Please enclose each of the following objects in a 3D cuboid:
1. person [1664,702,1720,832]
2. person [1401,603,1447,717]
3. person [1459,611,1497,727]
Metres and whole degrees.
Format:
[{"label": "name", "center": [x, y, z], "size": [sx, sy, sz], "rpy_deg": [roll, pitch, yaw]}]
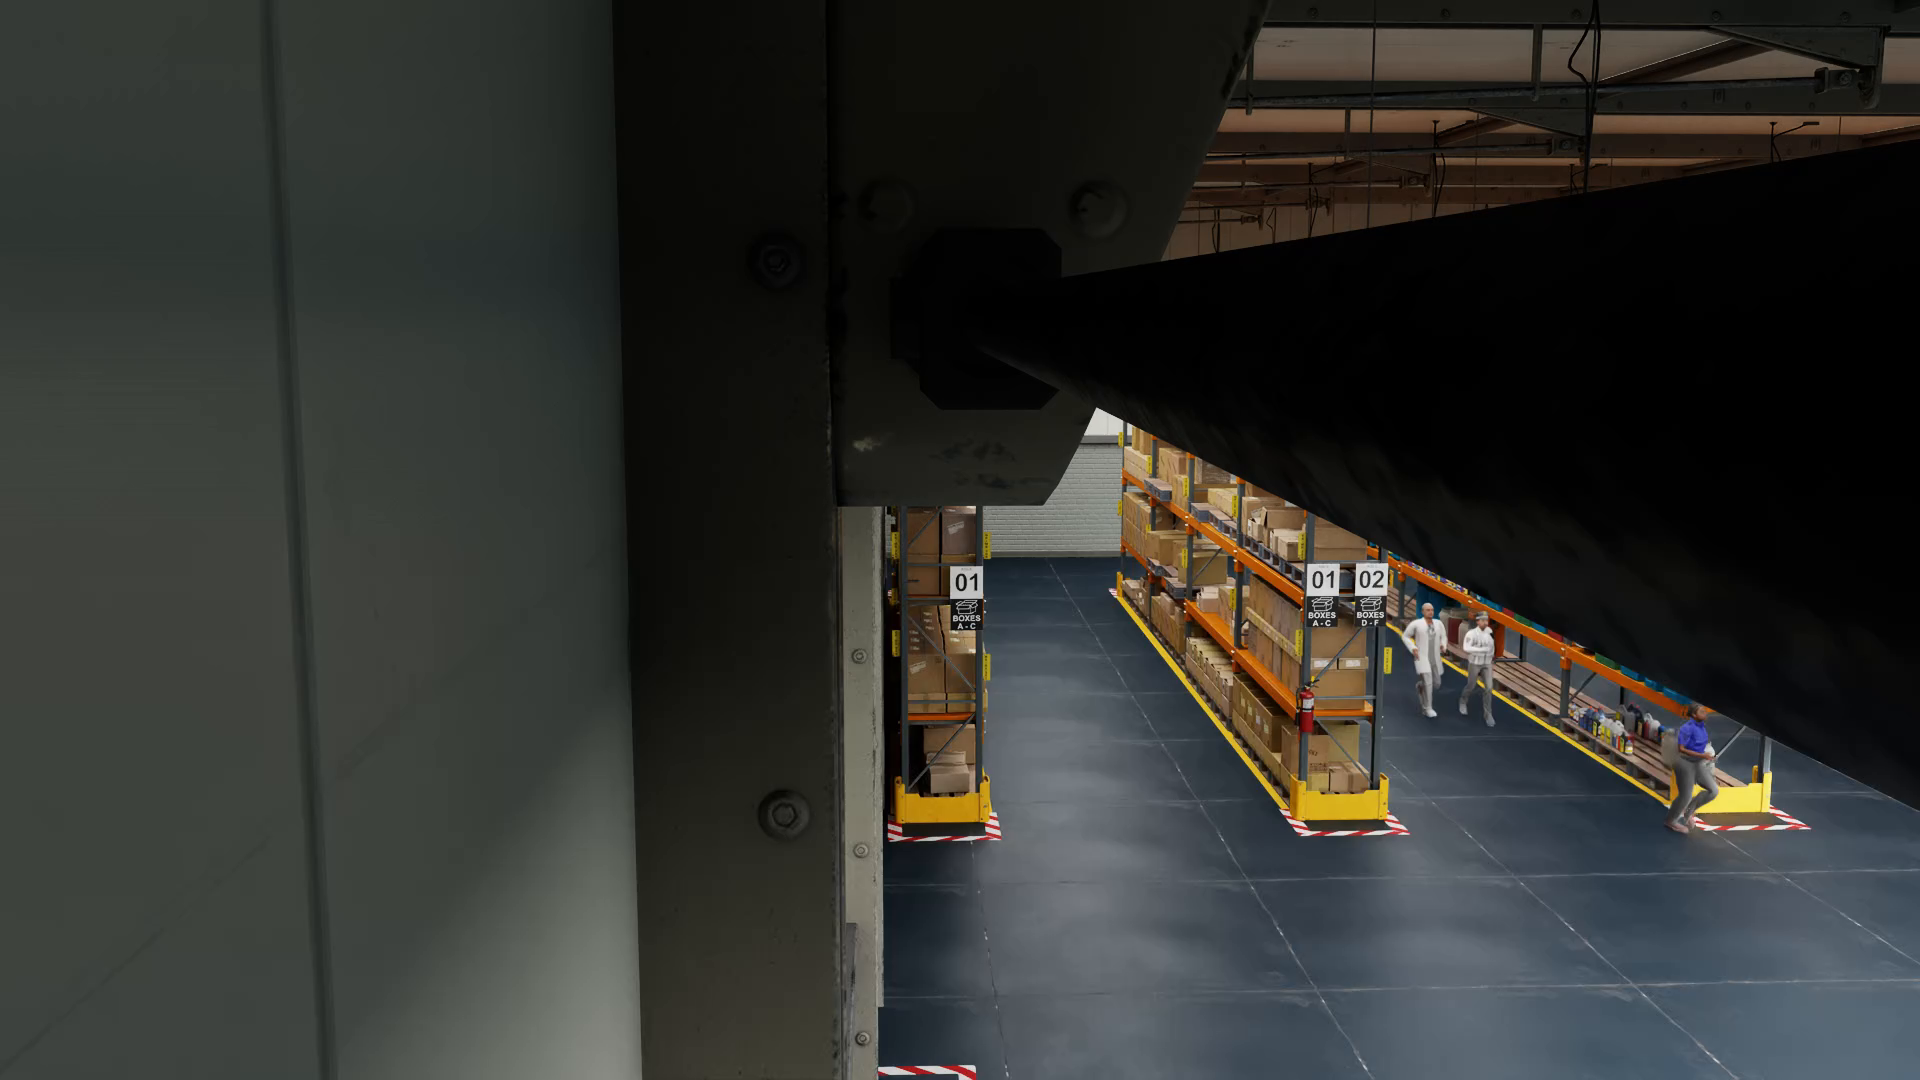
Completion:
[{"label": "person", "center": [8.833, 2.738, 20.004], "size": [0.617, 1.624, 0.654], "rpy_deg": [-7, 10, -39]}, {"label": "person", "center": [7.244, 1.843, 25.883], "size": [0.715, 1.735, 0.826], "rpy_deg": [-2, 8, -11]}, {"label": "person", "center": [7.928, 1.916, 25.415], "size": [0.629, 1.717, 0.866], "rpy_deg": [-2, 8, -11]}]
